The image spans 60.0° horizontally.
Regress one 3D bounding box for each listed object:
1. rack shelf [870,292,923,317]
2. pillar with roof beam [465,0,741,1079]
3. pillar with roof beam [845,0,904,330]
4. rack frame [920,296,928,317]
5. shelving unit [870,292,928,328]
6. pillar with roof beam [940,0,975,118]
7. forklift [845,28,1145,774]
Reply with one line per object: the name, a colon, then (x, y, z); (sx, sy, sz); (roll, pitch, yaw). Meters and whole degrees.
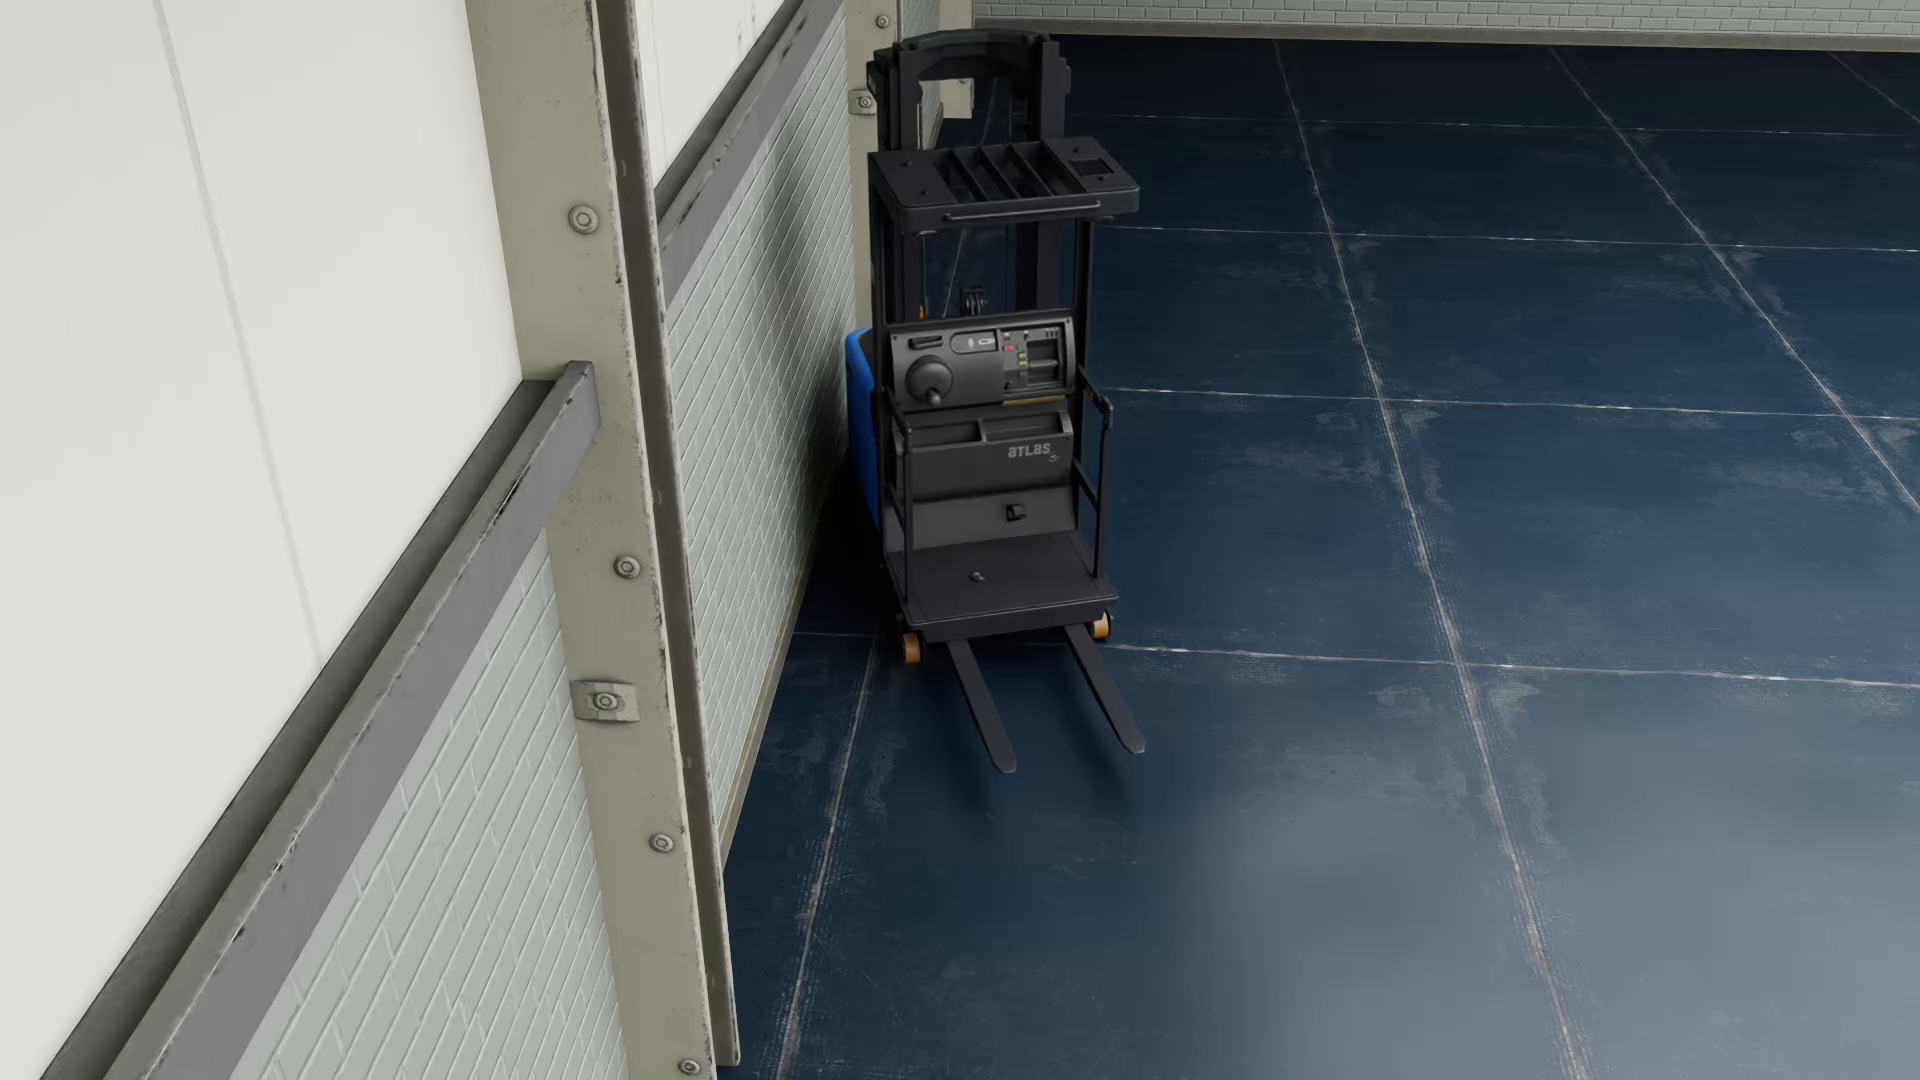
rack shelf: (-0.355, -1.323, 9.785); (0.258, 0.148, 0.480); (-7, 32, -11)
pillar with roof beam: (3.285, -1.587, 3.529); (9.100, 9.000, 0.400); (2, 32, 4)
pillar with roof beam: (3.773, -4.725, 8.620); (9.100, 9.000, 0.400); (2, 32, 4)
rack frame: (-0.300, -0.864, 9.789); (0.240, 1.200, 0.015); (-7, 32, -11)
shelving unit: (-0.355, -0.989, 9.991); (0.258, 1.200, 0.503); (-7, 32, -11)
pillar with roof beam: (4.262, -7.862, 13.711); (9.100, 9.000, 0.400); (2, 32, 4)
forklift: (0.168, -0.831, 8.085); (1.130, 2.935, 3.031); (-7, 32, -11)
